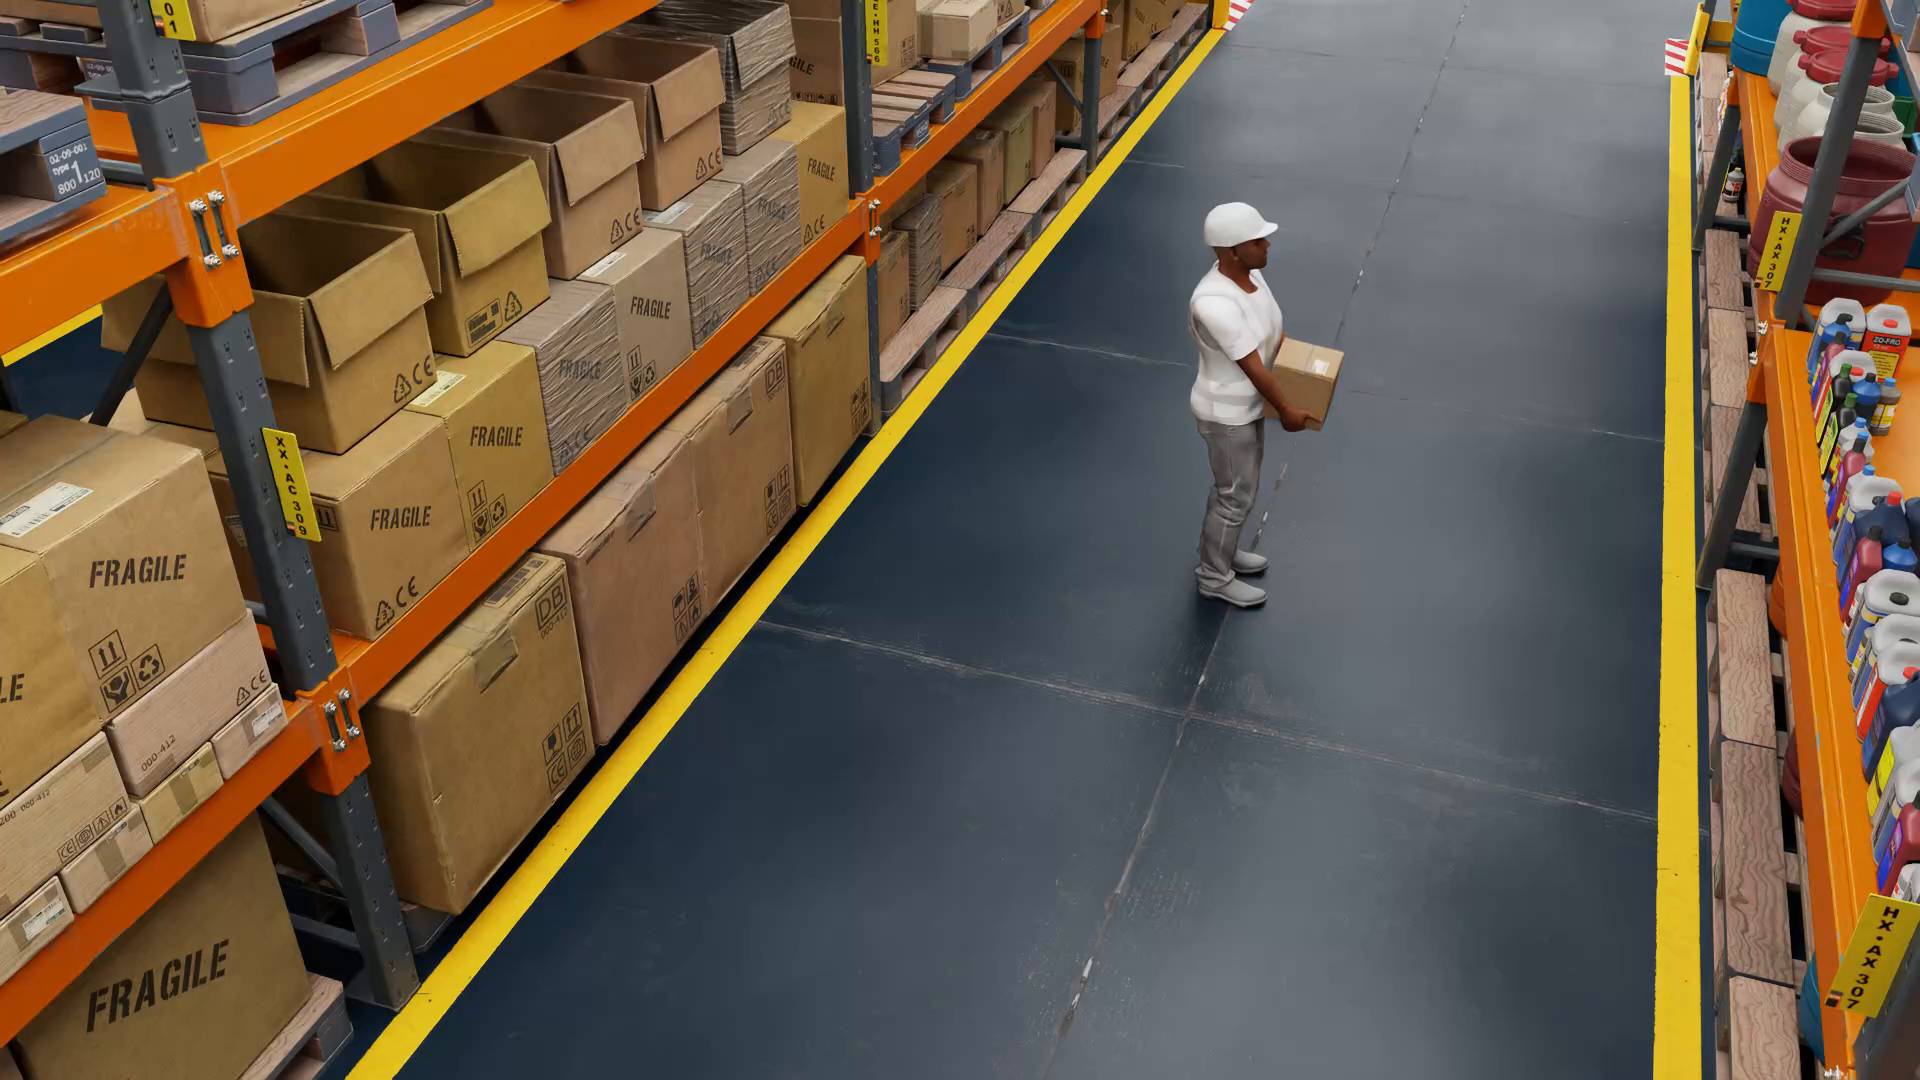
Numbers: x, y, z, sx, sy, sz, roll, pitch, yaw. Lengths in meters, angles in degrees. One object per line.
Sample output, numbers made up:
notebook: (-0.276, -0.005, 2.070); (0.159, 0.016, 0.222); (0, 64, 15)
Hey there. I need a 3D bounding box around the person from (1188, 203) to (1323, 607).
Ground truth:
person: (1.241, -0.550, 6.969); (0.587, 1.761, 0.502); (11, 35, 16)
